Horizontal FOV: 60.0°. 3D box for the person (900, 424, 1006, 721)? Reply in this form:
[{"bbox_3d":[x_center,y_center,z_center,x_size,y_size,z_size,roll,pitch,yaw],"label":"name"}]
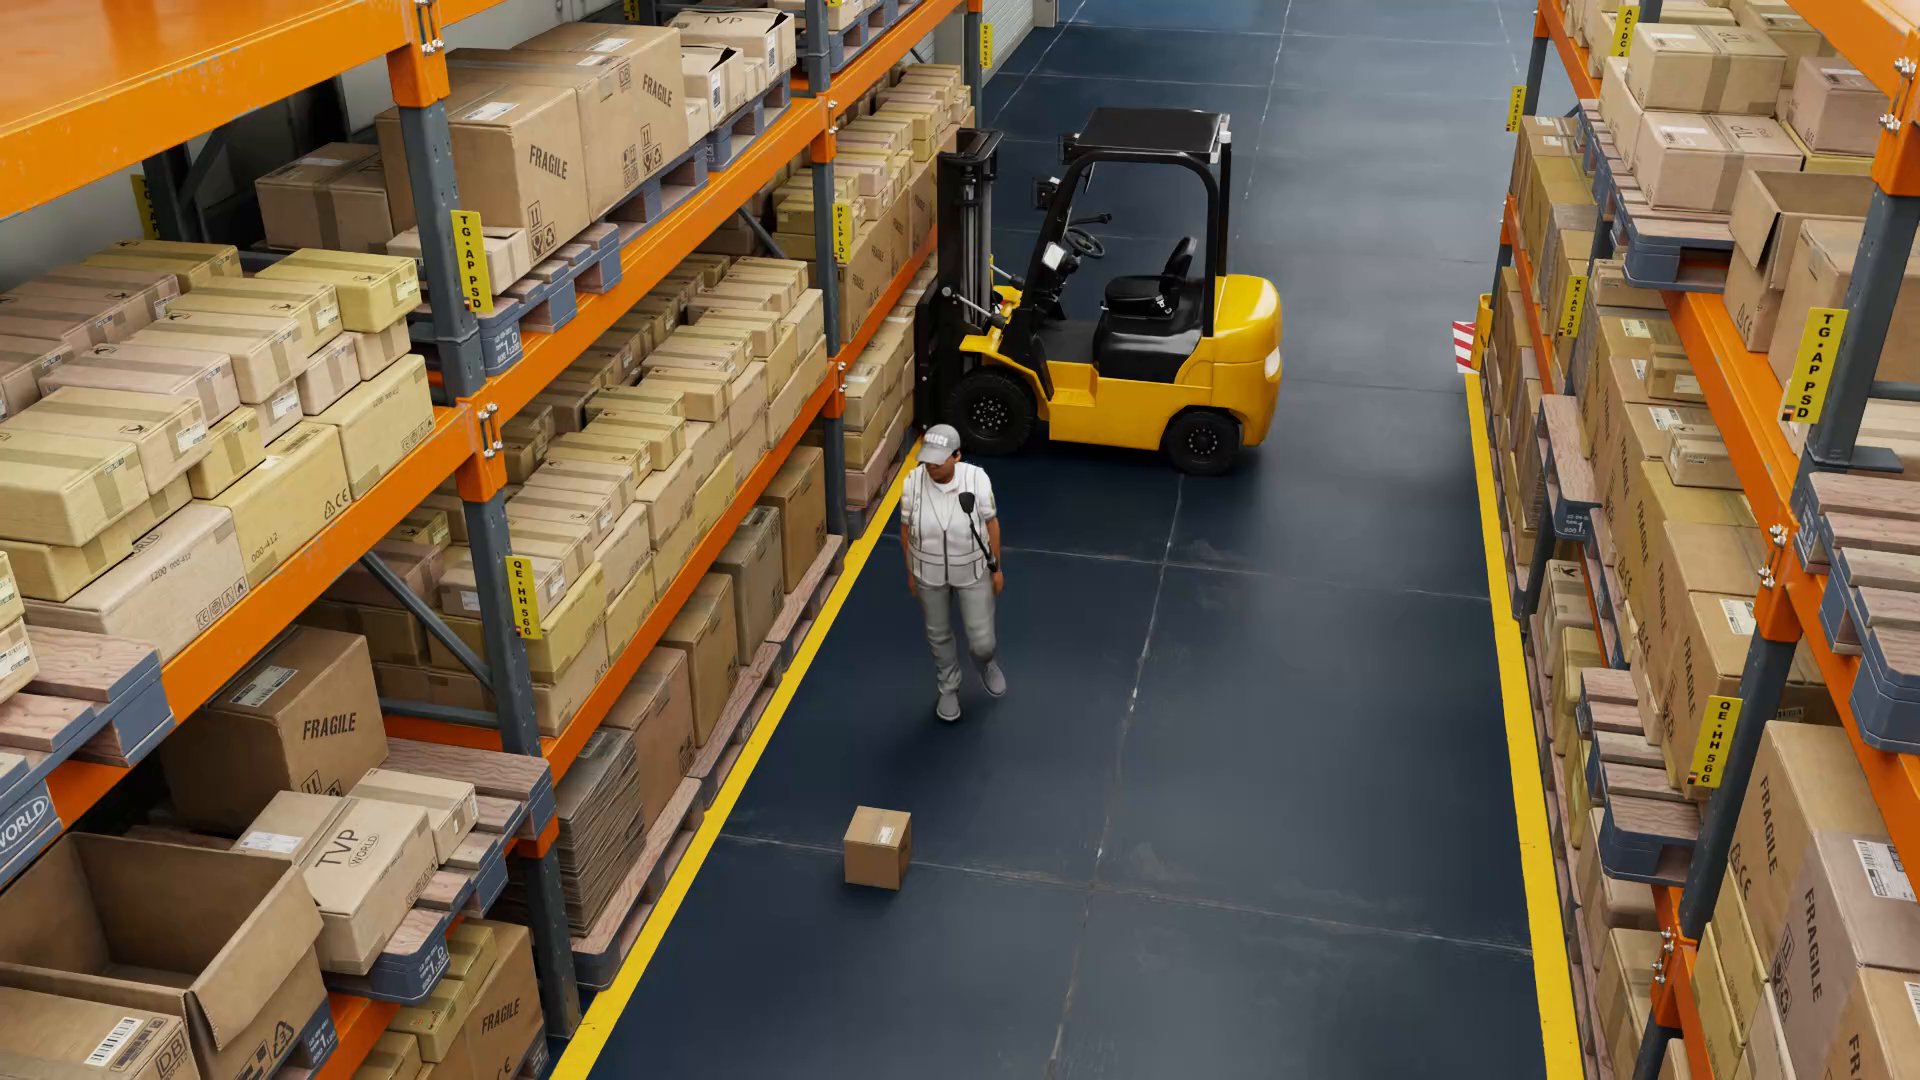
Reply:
[{"bbox_3d":[-0.032,0.154,8.294,0.524,1.659,0.506,4,29,7],"label":"person"}]
